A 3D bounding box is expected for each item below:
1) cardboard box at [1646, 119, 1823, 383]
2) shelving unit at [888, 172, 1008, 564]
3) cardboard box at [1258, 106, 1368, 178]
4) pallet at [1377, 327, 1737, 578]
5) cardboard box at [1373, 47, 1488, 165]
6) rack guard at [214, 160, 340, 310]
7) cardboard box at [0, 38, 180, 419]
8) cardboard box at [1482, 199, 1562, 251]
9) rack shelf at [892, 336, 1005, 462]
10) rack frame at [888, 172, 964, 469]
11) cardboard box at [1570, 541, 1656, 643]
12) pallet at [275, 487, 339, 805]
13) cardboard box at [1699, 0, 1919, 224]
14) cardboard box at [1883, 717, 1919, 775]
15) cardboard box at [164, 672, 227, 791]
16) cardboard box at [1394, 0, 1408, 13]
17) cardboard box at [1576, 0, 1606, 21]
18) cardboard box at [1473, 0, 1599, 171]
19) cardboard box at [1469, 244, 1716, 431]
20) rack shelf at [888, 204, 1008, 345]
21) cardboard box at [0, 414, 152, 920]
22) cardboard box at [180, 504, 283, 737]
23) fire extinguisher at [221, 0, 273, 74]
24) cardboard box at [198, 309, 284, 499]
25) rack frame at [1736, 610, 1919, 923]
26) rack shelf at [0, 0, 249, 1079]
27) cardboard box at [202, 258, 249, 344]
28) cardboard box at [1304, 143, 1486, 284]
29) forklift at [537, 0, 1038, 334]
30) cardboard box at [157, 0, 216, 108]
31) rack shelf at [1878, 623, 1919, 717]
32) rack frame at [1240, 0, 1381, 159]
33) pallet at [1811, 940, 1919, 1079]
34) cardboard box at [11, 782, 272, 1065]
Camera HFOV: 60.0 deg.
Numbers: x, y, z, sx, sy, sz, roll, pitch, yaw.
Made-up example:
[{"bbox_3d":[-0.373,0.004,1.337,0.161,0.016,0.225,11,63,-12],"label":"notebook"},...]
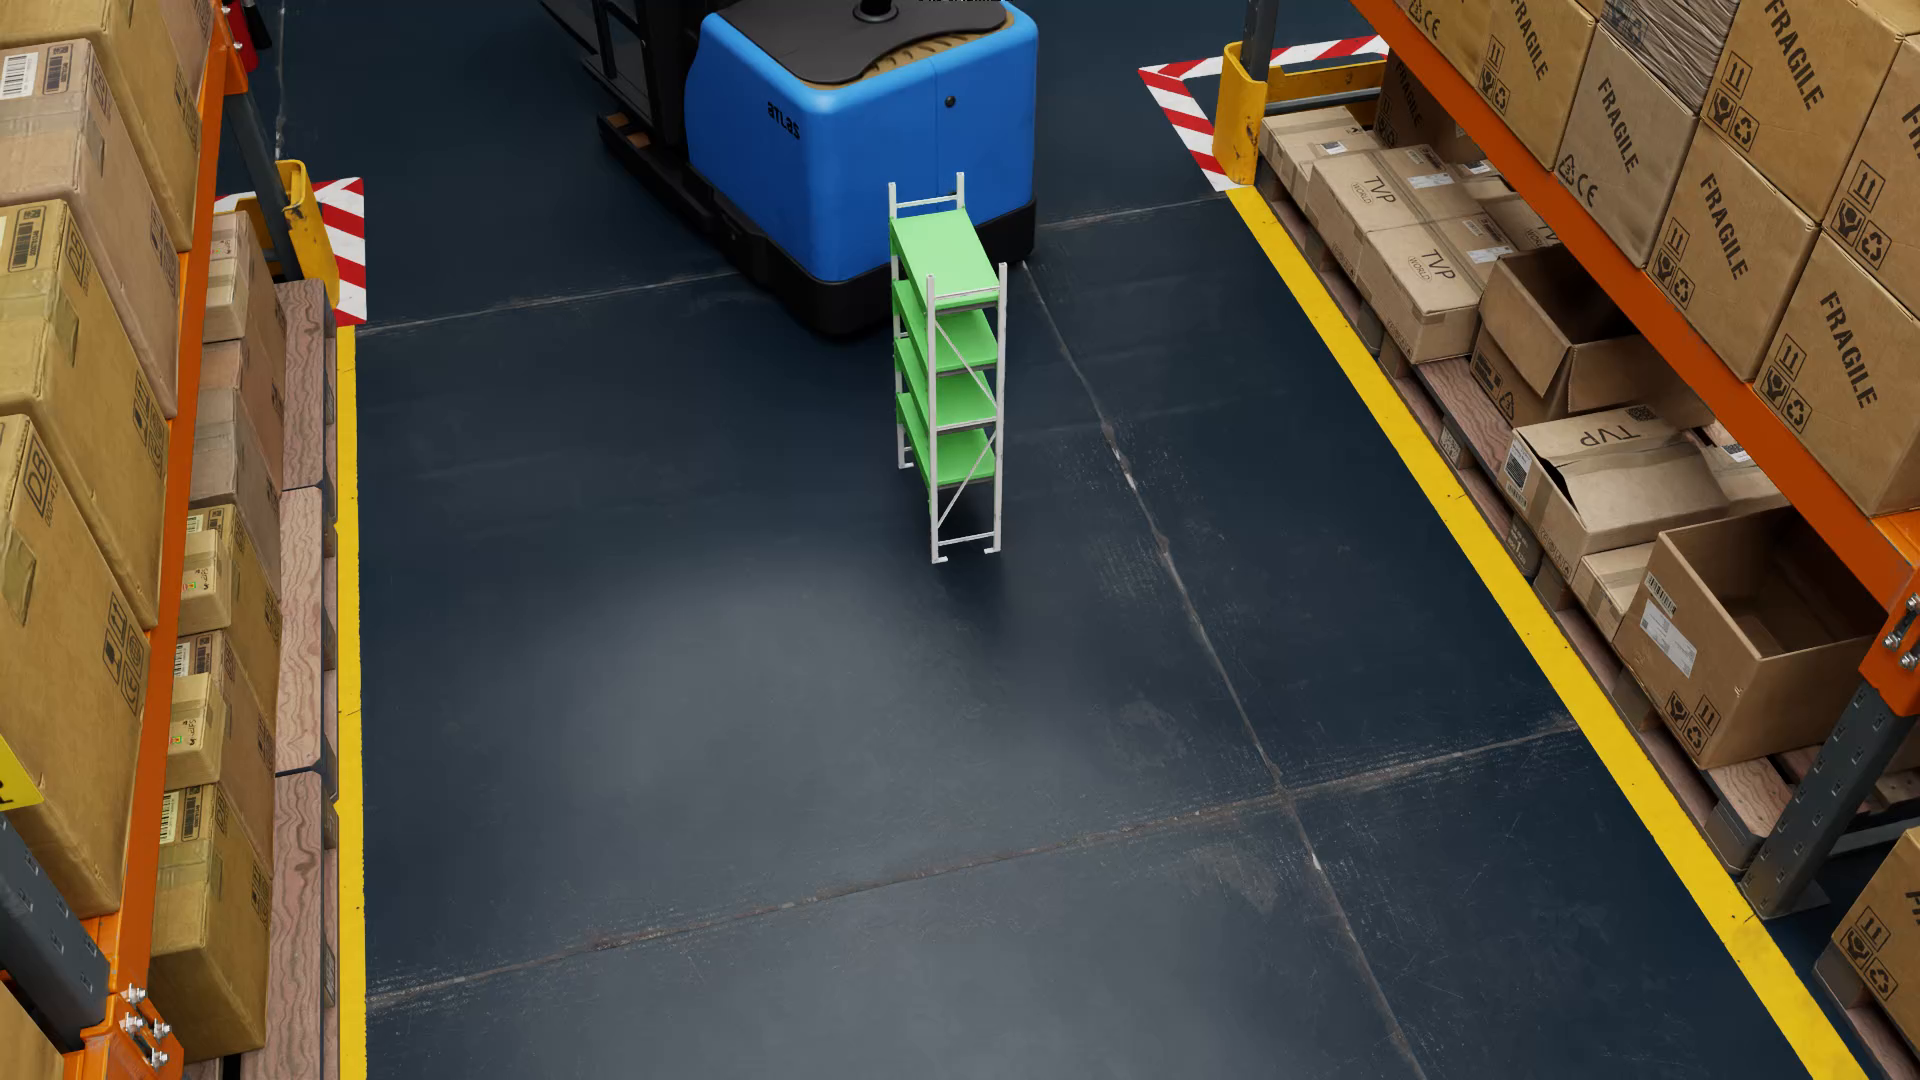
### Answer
[{"bbox_3d":[2.218,-0.793,4.357,0.500,0.500,0.500,-10,46,-9],"label":"cardboard box"},{"bbox_3d":[-0.042,-0.534,5.433,0.258,1.200,0.503,-11,47,-10],"label":"shelving unit"},{"bbox_3d":[1.479,-1.670,6.975,0.380,0.149,0.250,-11,47,-10],"label":"cardboard box"},{"bbox_3d":[2.237,-0.447,6.040,1.003,0.211,1.213,-11,47,-10],"label":"pallet"},{"bbox_3d":[2.081,-1.815,6.870,0.500,0.500,0.500,-11,47,-10],"label":"cardboard box"},{"bbox_3d":[-3.090,-1.099,6.477,1.175,0.500,0.348,-11,47,-10],"label":"rack guard"},{"bbox_3d":[-2.560,-0.684,4.110,0.980,0.700,0.700,-13,47,-12],"label":"cardboard box"},{"bbox_3d":[2.295,-1.066,6.312,0.500,0.250,0.500,-11,47,-10],"label":"cardboard box"},{"bbox_3d":[-0.042,-0.490,5.479,0.258,0.148,0.480,-11,47,-10],"label":"rack shelf"},{"bbox_3d":[-0.105,-0.703,5.599,0.240,1.200,0.015,-11,47,-10],"label":"rack frame"},{"bbox_3d":[2.154,0.150,5.191,0.380,0.149,0.250,-11,47,-10],"label":"cardboard box"},{"bbox_3d":[-2.495,0.397,5.213,1.003,0.211,1.213,-11,47,-10],"label":"pallet"},{"bbox_3d":[2.214,-1.144,4.001,0.500,0.500,0.500,-12,47,-11],"label":"cardboard box"},{"bbox_3d":[2.829,0.353,4.878,0.500,0.311,0.500,-11,47,-10],"label":"cardboard box"},{"bbox_3d":[-2.064,0.500,4.162,0.380,0.149,0.250,-9,46,-9],"label":"cardboard box"},{"bbox_3d":[1.700,-2.191,5.727,0.500,0.500,0.500,-11,47,-11],"label":"cardboard box"},{"bbox_3d":[1.958,-1.840,4.683,0.500,0.500,0.500,-11,47,-11],"label":"cardboard box"},{"bbox_3d":[1.952,-1.499,5.049,0.500,0.500,0.500,-10,46,-10],"label":"cardboard box"},{"bbox_3d":[2.242,-0.681,5.757,0.797,0.503,0.637,-11,47,-10],"label":"cardboard box"},{"bbox_3d":[-0.042,-0.825,5.136,0.258,0.148,0.480,-11,47,-10],"label":"rack shelf"},{"bbox_3d":[-2.183,0.321,3.125,0.980,0.700,0.700,-10,46,-10],"label":"cardboard box"},{"bbox_3d":[-2.407,0.295,4.817,0.700,0.500,0.500,-10,46,-9],"label":"cardboard box"},{"bbox_3d":[-2.676,-1.989,5.914,0.296,0.674,0.183,-11,47,-10],"label":"fire extinguisher"},{"bbox_3d":[-2.680,-0.419,5.517,0.700,0.500,0.500,-11,47,-10],"label":"cardboard box"},{"bbox_3d":[2.728,-0.104,3.752,1.000,3.000,0.127,-11,47,-10],"label":"rack frame"},{"bbox_3d":[-2.572,-0.325,4.472,1.077,0.370,4.000,-11,47,-10],"label":"rack shelf"},{"bbox_3d":[-2.533,-0.760,5.397,0.380,0.149,0.250,-10,46,-9],"label":"cardboard box"},{"bbox_3d":[1.697,-1.285,6.526,0.500,0.250,0.500,-11,47,-10],"label":"cardboard box"},{"bbox_3d":[-0.958,-2.837,6.478,1.130,2.935,3.031,-27,51,-24],"label":"forklift"},{"bbox_3d":[-2.944,-1.712,5.118,0.980,0.700,0.700,-9,46,-9],"label":"cardboard box"},{"bbox_3d":[3.240,1.528,2.656,1.077,0.370,4.000,-11,47,-10],"label":"rack shelf"},{"bbox_3d":[1.704,-2.866,6.459,1.000,3.000,0.127,-11,47,-10],"label":"rack frame"},{"bbox_3d":[2.972,1.426,4.205,1.003,0.211,1.213,-11,47,-10],"label":"pallet"},{"bbox_3d":[-2.152,0.997,4.129,0.700,0.500,0.500,-10,46,-10],"label":"cardboard box"}]
